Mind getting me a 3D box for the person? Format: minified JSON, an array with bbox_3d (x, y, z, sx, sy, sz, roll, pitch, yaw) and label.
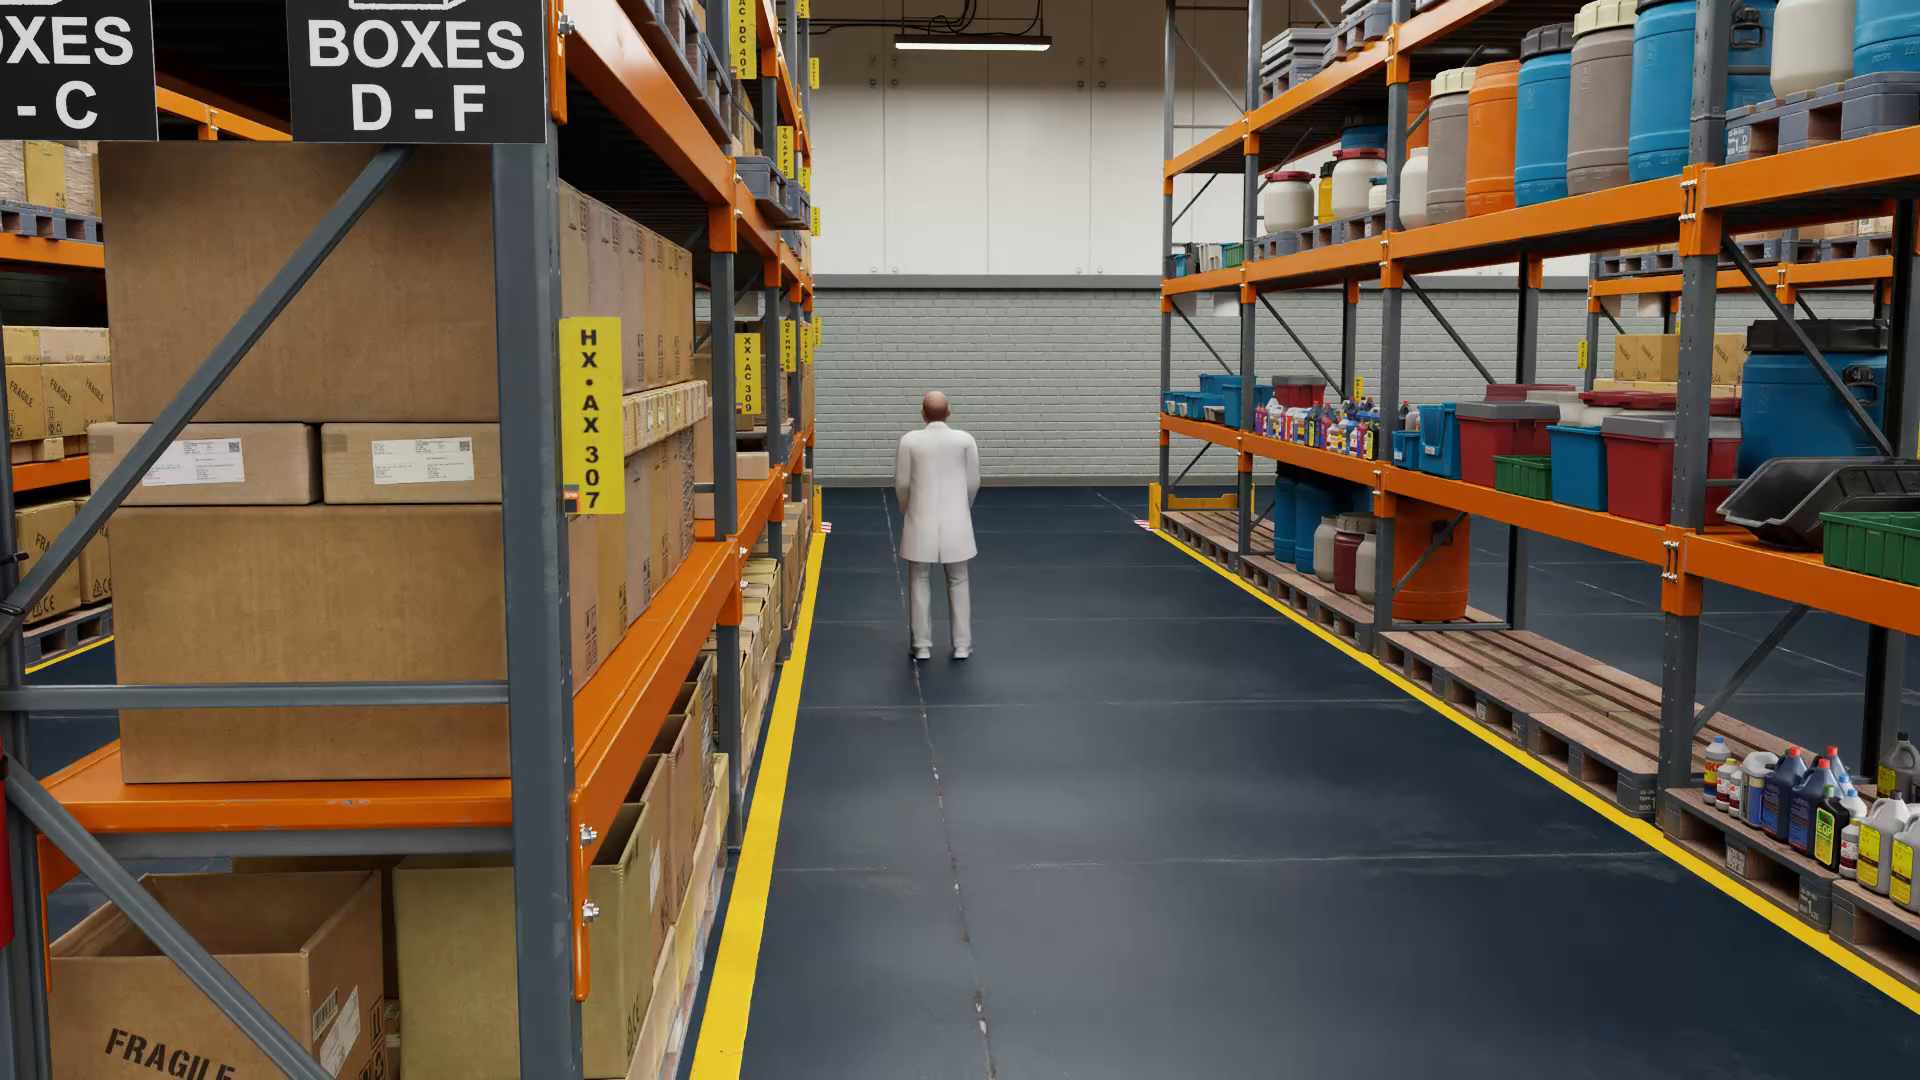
[{"bbox_3d":[-0.155,-0.106,11.170,0.575,1.782,0.467,-1,7,-5],"label":"person"}]
